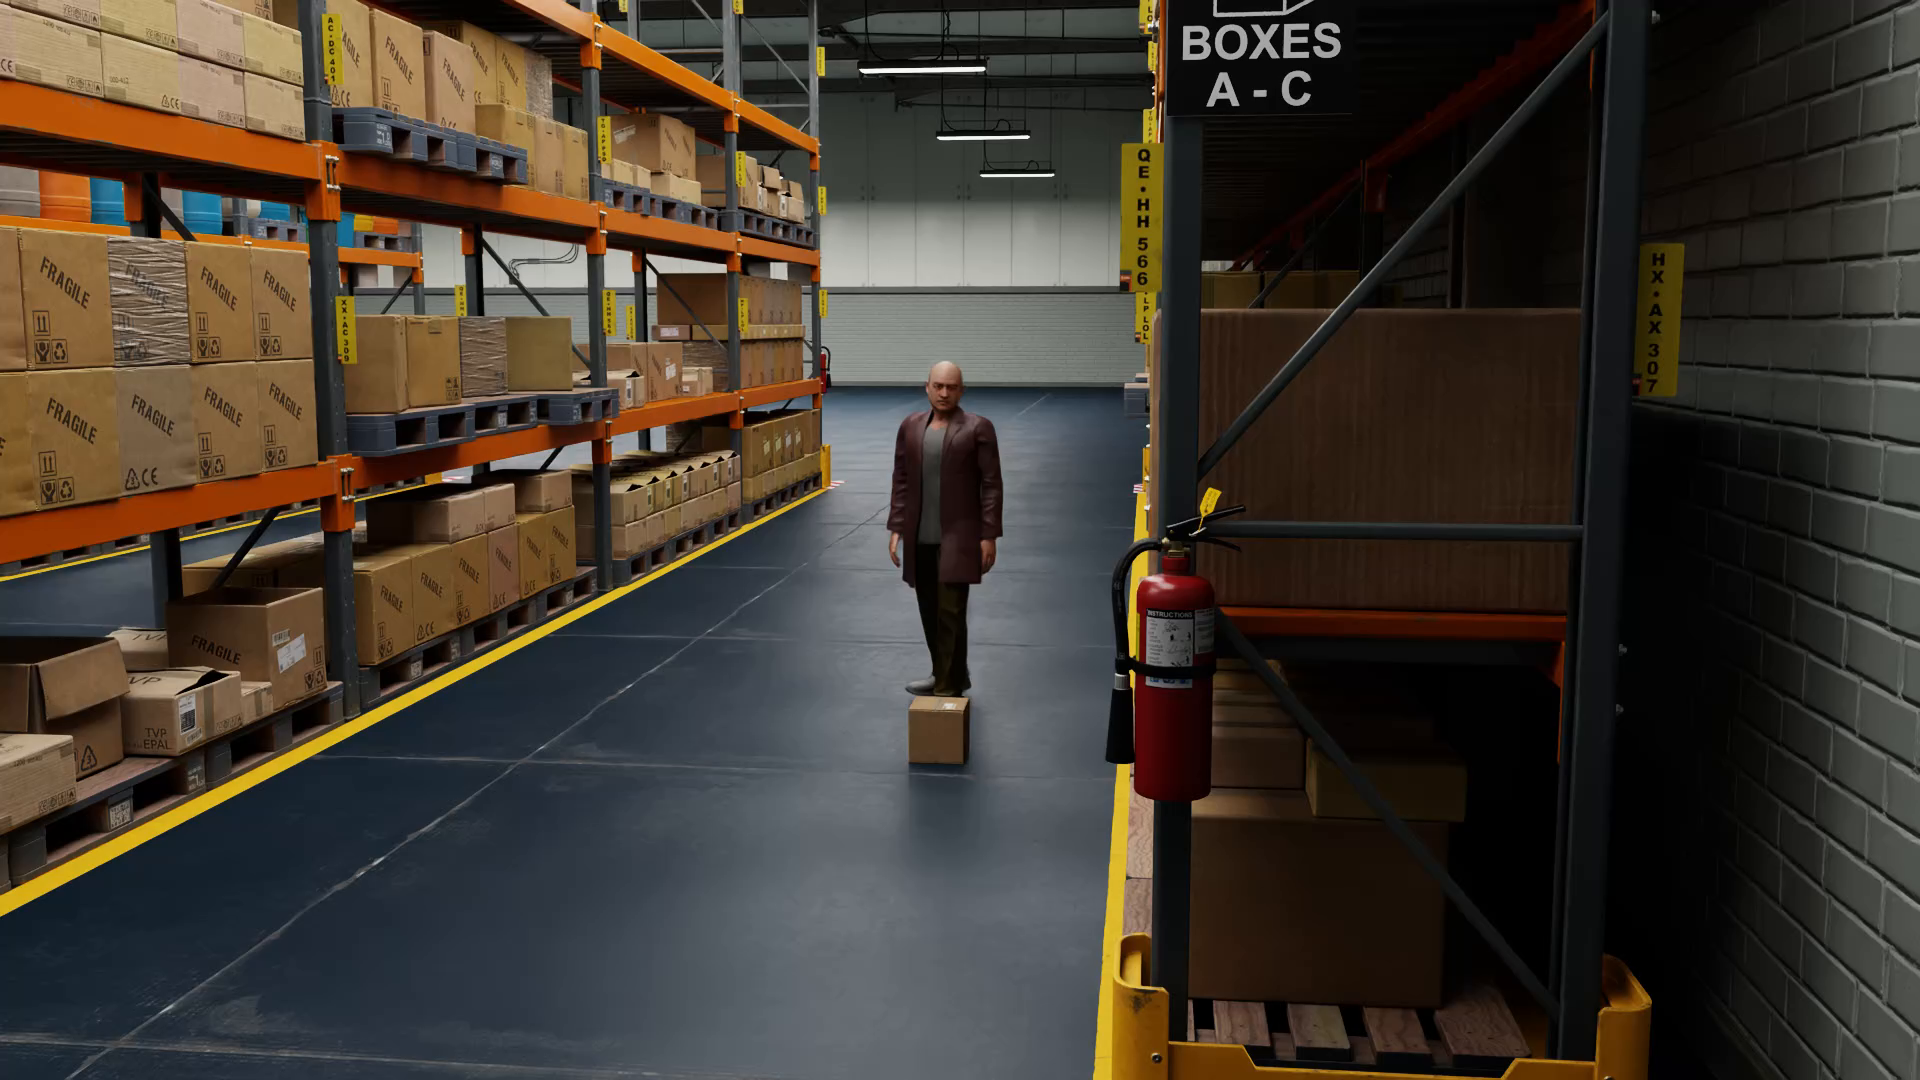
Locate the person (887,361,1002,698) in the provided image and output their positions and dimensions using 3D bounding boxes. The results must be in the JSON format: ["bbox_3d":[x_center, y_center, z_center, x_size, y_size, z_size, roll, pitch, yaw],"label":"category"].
[{"bbox_3d":[-0.080,-0.014,8.423,0.608,1.777,0.681,4,8,26],"label":"person"}]
